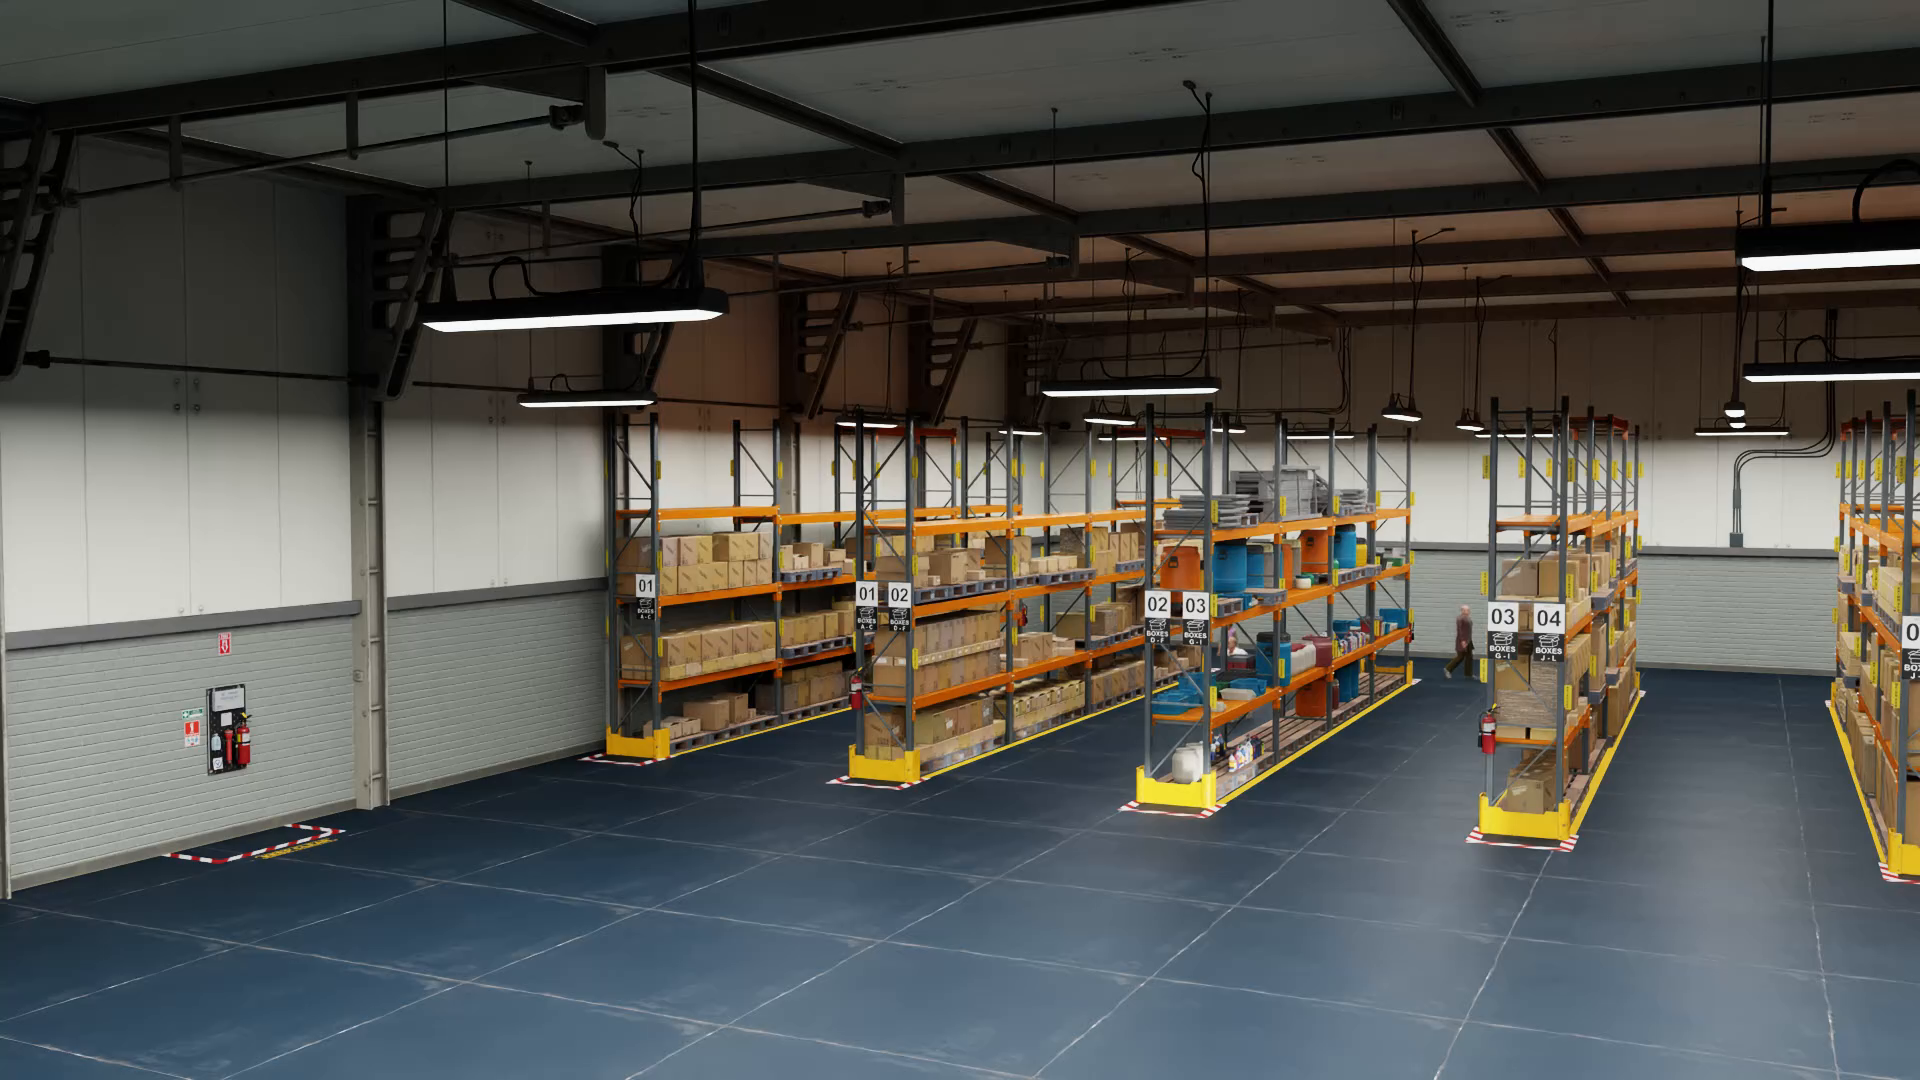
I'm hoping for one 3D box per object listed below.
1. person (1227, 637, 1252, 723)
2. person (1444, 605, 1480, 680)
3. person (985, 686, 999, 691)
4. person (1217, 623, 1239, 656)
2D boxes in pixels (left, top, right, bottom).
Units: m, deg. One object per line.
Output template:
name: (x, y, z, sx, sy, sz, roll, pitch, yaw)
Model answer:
person: (5.505, 2.767, 33.183, 0.620, 1.695, 0.848, 2, 3, 40)
person: (11.956, 2.433, 39.637, 0.597, 1.779, 0.747, -2, 3, -44)
person: (0.703, 2.594, 37.644, 0.529, 1.633, 0.461, 2, 3, 42)
person: (6.228, 2.620, 38.617, 0.449, 1.500, 0.839, 1, 3, 32)
